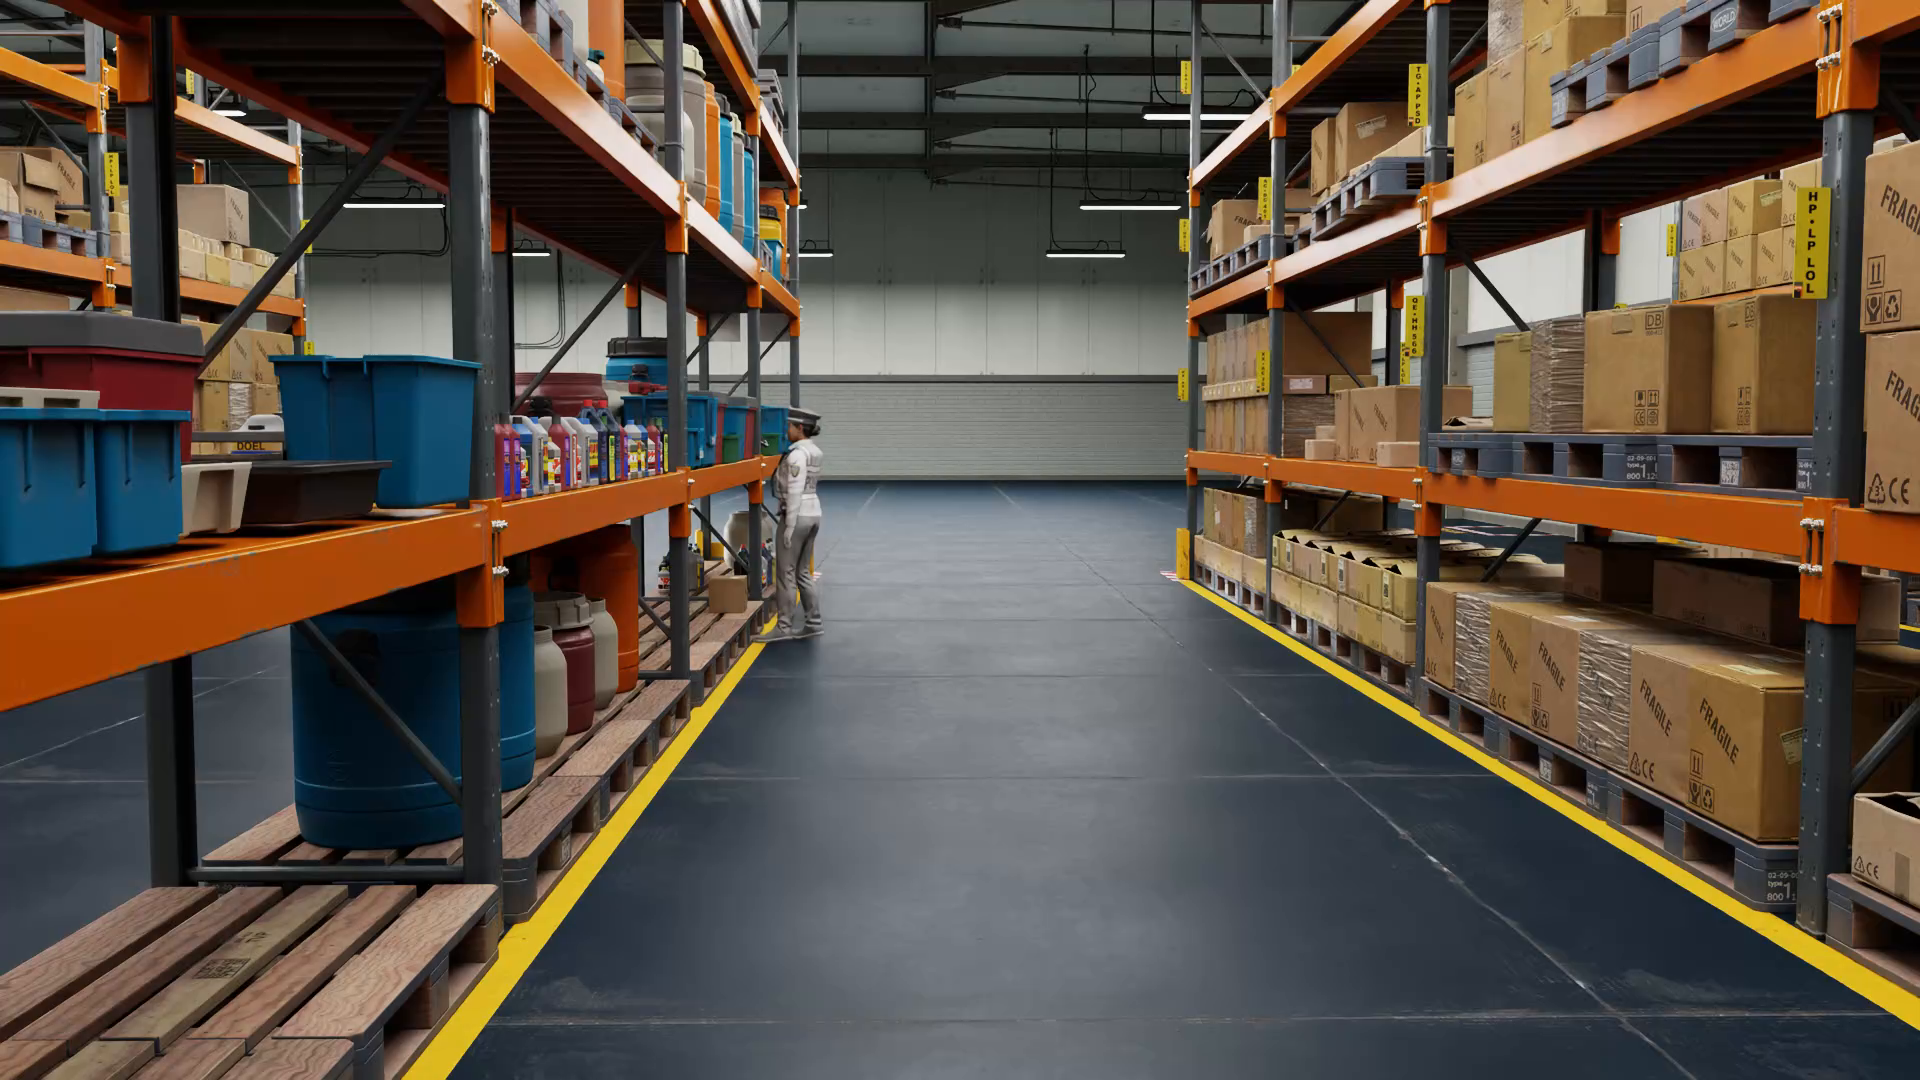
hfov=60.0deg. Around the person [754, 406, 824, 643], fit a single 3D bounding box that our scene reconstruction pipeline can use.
[{"bbox_3d":[-1.217,-0.113,11.940,0.464,1.692,0.519,1,4,15],"label":"person"}]
